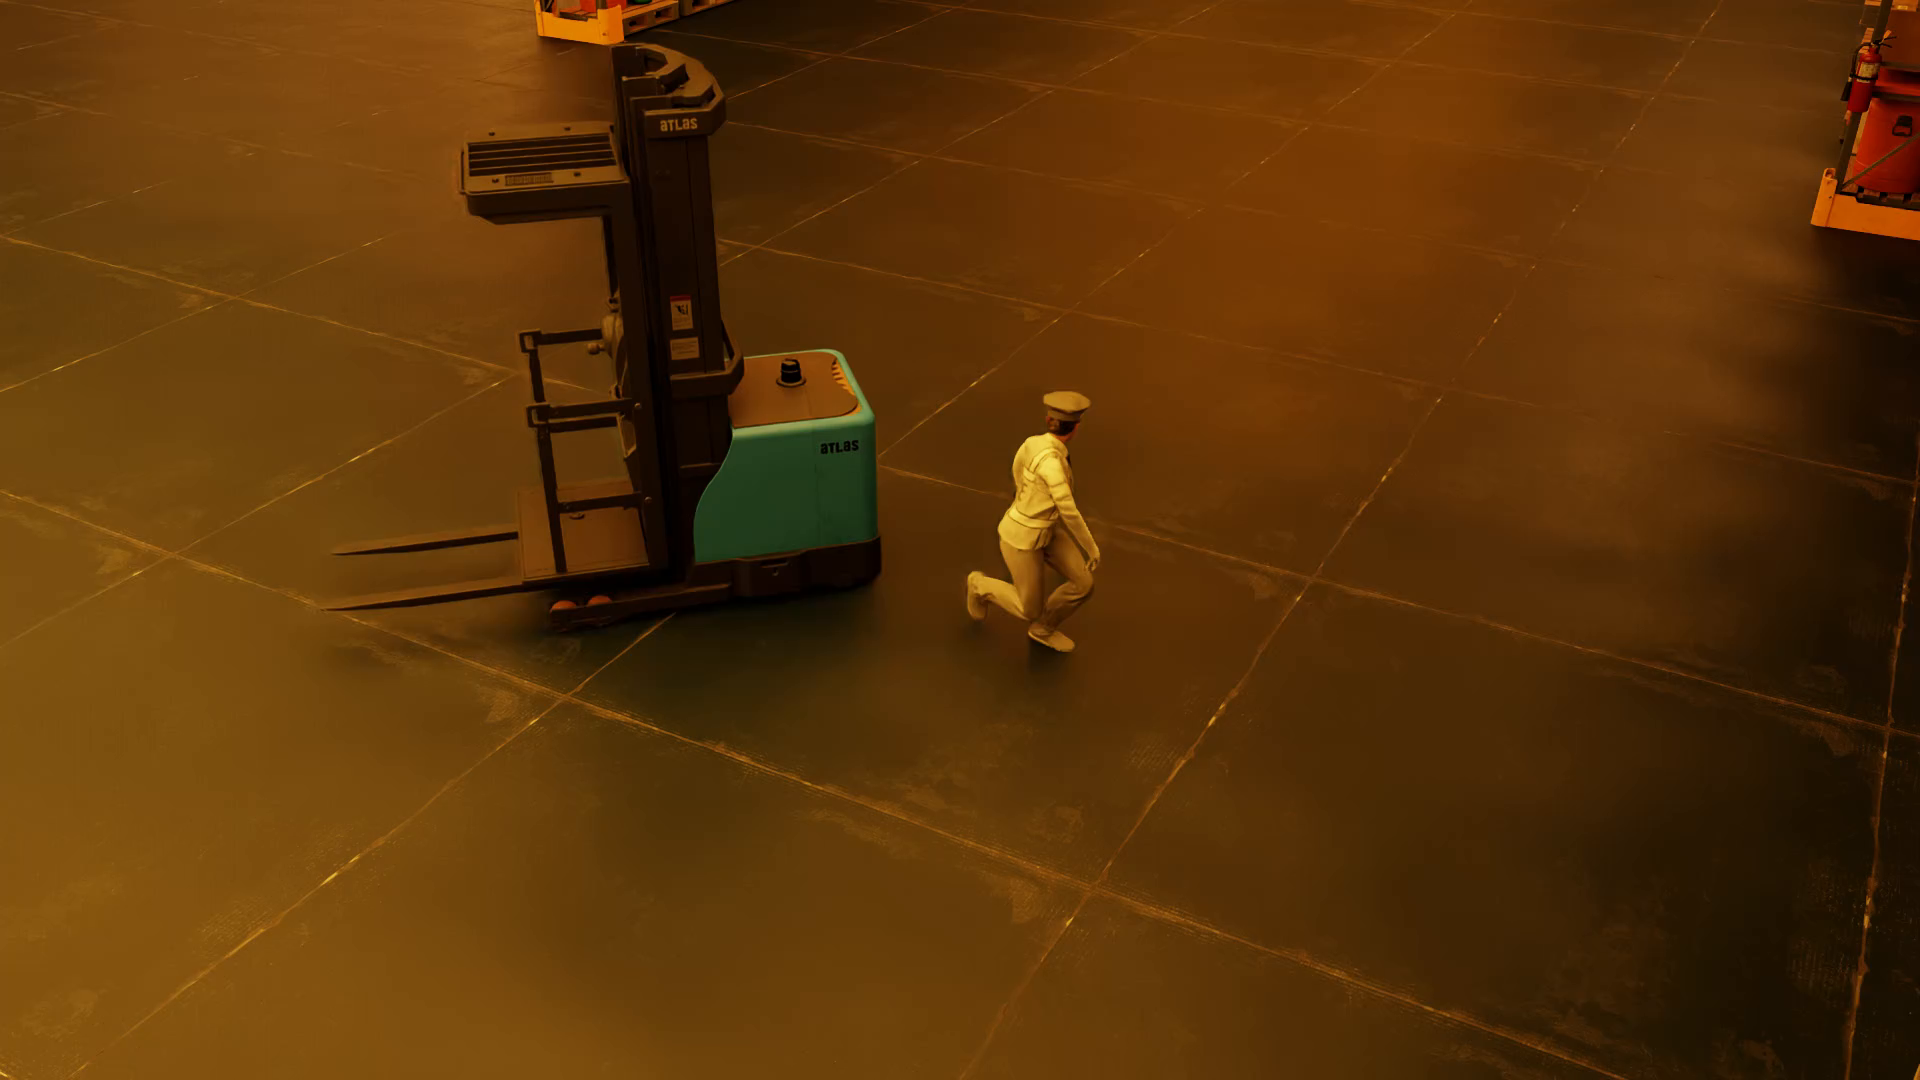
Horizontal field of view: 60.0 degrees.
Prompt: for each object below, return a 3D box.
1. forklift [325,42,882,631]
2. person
[{"bbox_3d":[-2.025,-1.061,8.908,3.031,2.935,1.130,-8,31,-13],"label":"forklift"},{"bbox_3d":[0.409,-0.104,8.779,0.775,1.452,0.573,11,32,18],"label":"person"}]
